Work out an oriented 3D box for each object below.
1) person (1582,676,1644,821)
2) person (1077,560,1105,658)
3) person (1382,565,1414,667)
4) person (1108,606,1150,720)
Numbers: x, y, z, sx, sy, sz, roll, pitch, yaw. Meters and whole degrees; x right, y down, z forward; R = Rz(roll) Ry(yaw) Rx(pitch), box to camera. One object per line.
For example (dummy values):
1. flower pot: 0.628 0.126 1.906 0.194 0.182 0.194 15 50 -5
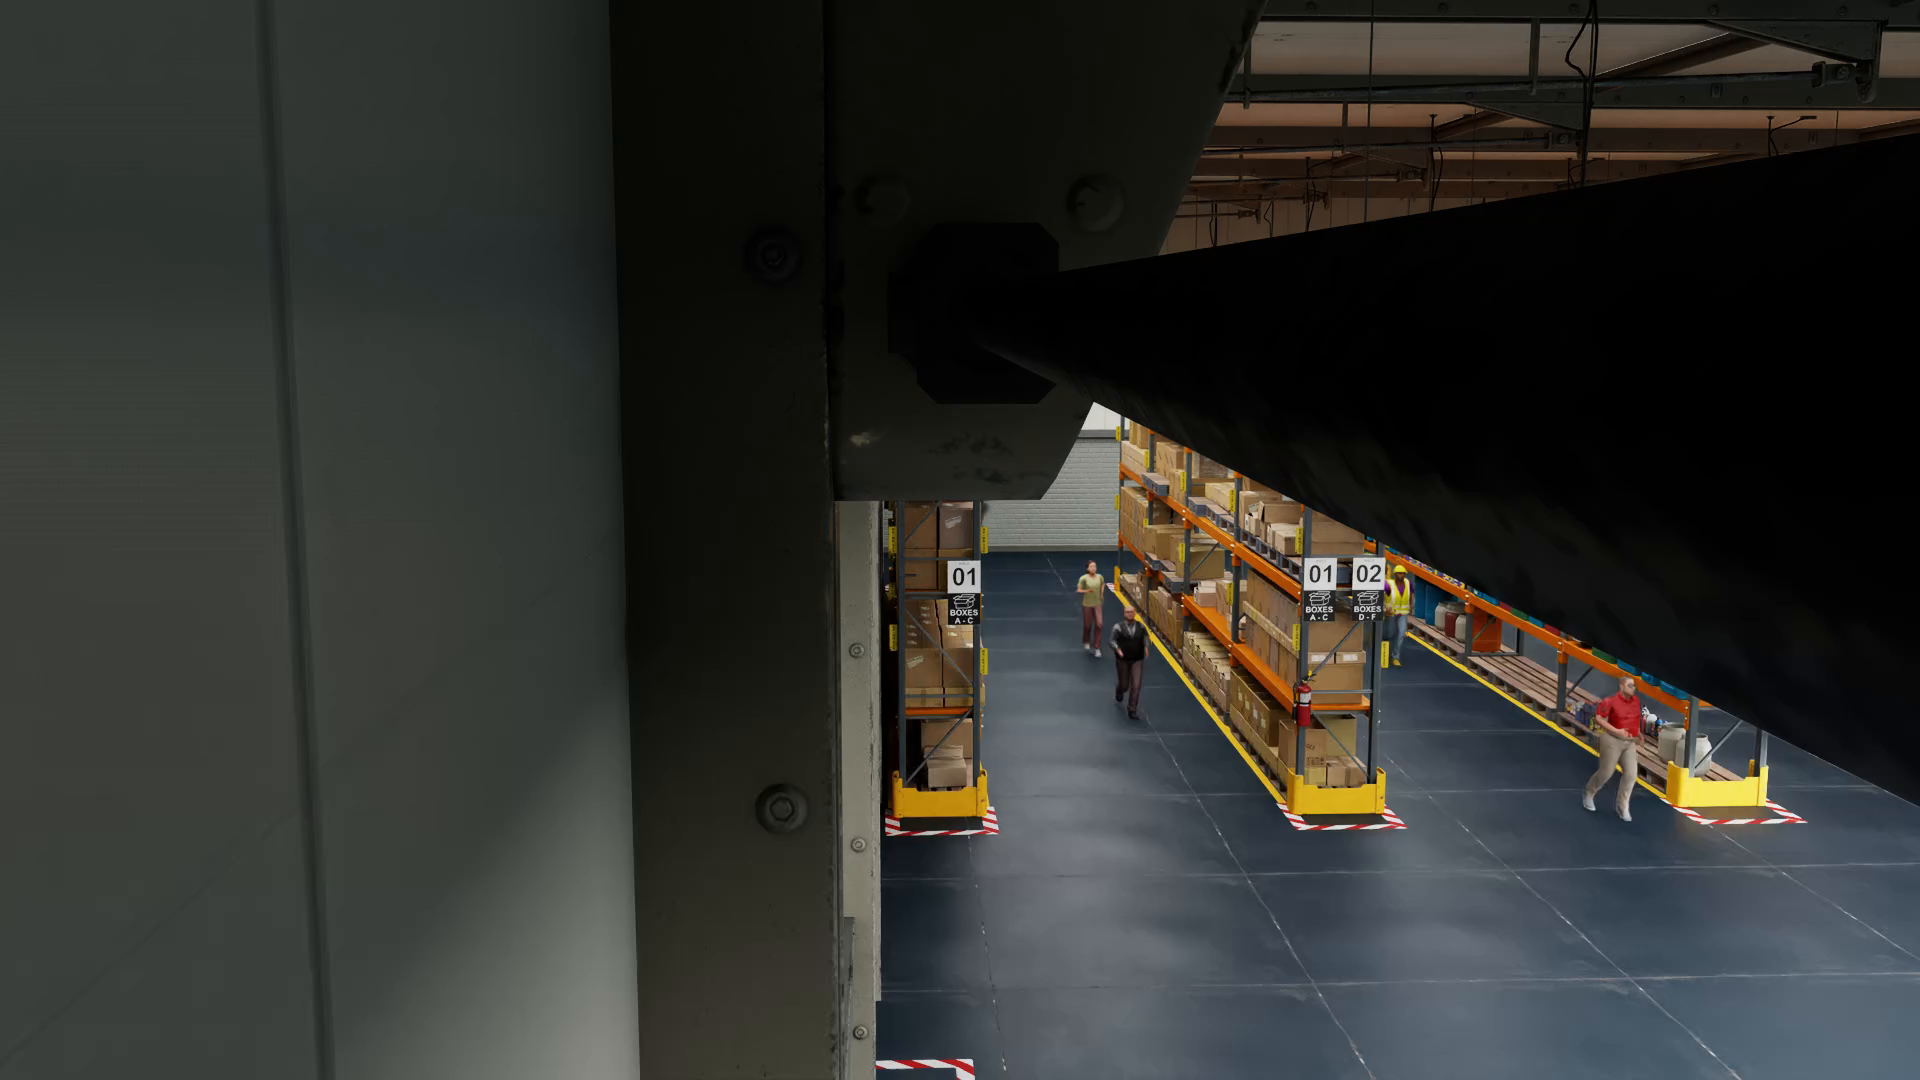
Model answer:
1. person: 8.145 2.566 20.572 0.724 1.809 0.714 -3 9 -17
2. person: 2.361 1.210 29.843 0.562 1.708 0.728 -1 8 -8
3. person: 7.635 1.297 29.131 0.727 1.750 0.821 -1 8 -7
4. person: 2.610 1.847 25.485 0.677 1.694 0.875 -1 8 -6
